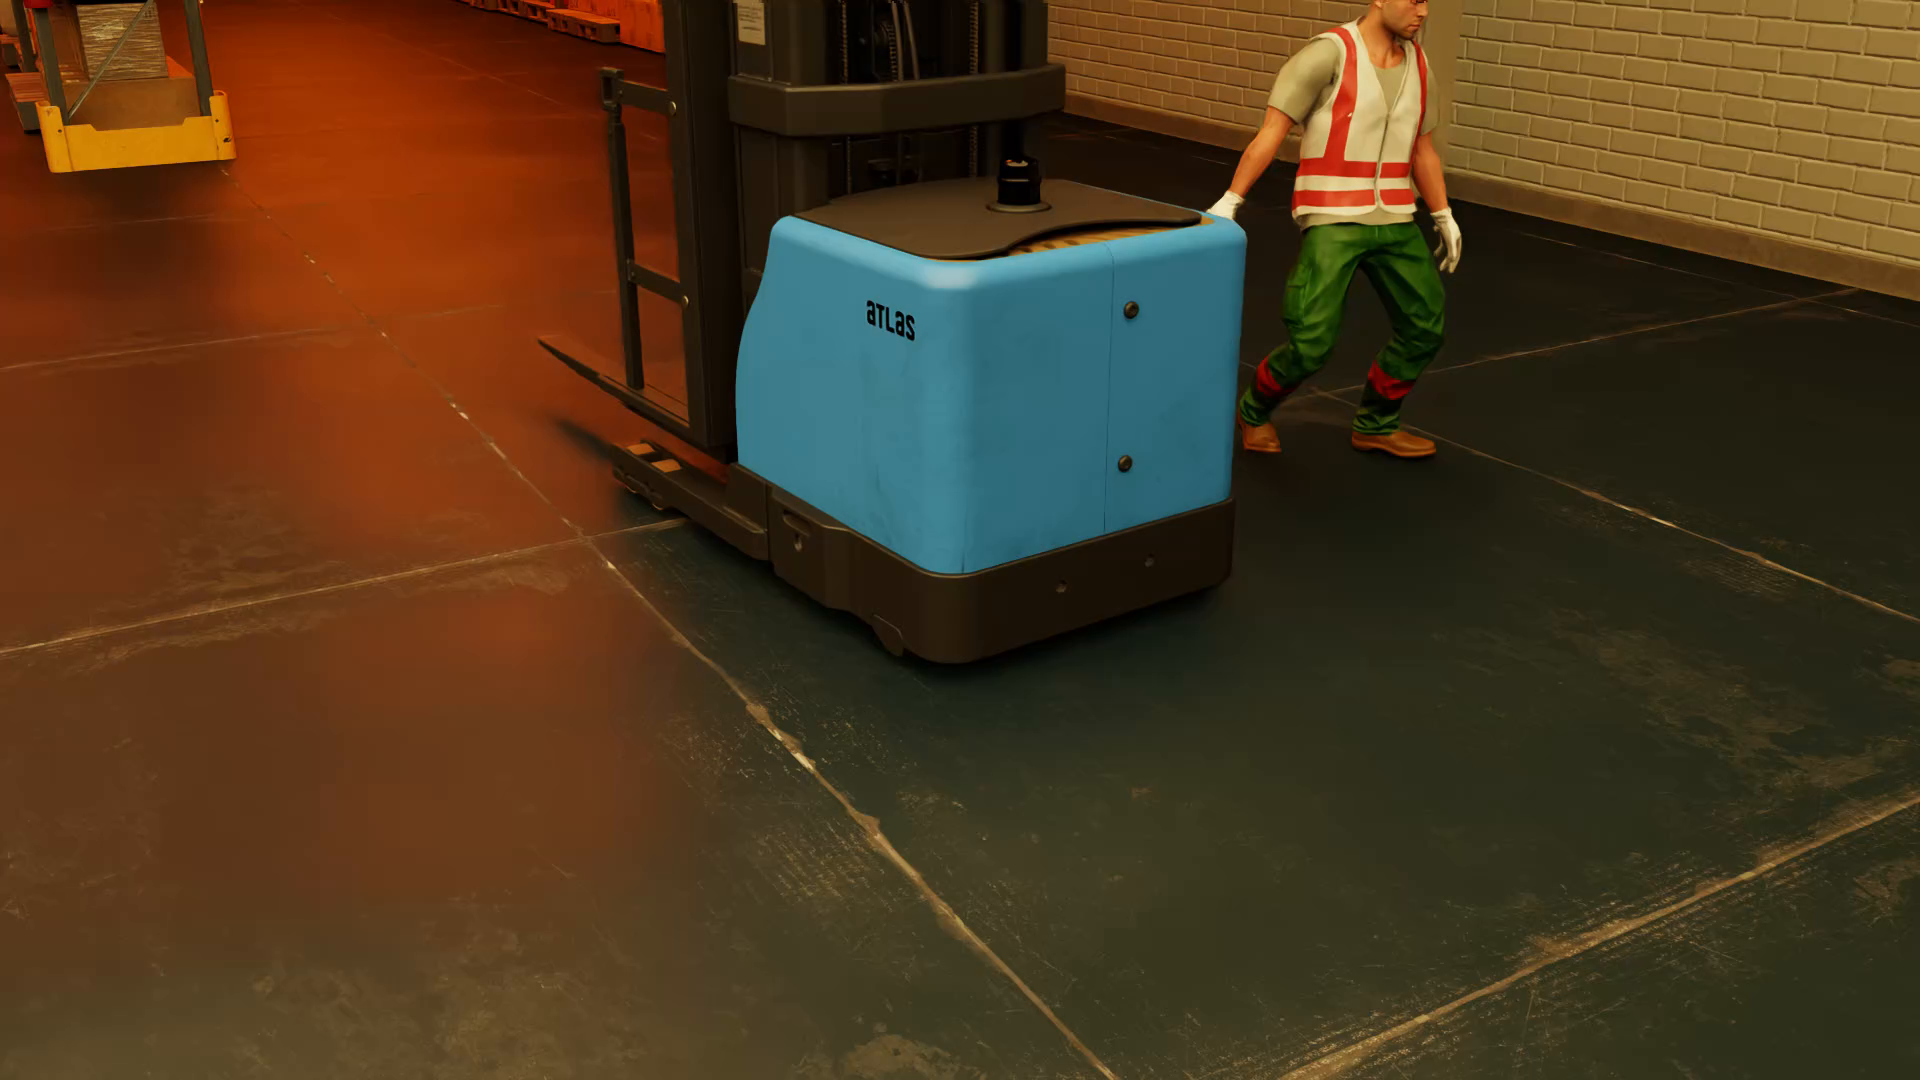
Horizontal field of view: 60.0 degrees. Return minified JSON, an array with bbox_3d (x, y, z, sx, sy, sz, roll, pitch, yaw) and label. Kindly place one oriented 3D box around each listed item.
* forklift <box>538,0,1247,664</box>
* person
[{"bbox_3d":[-0.494,-1.544,5.037,1.130,2.935,3.031,-15,27,-32],"label":"forklift"},{"bbox_3d":[1.234,-1.059,5.454,0.911,1.701,0.484,-7,23,-17],"label":"person"}]
